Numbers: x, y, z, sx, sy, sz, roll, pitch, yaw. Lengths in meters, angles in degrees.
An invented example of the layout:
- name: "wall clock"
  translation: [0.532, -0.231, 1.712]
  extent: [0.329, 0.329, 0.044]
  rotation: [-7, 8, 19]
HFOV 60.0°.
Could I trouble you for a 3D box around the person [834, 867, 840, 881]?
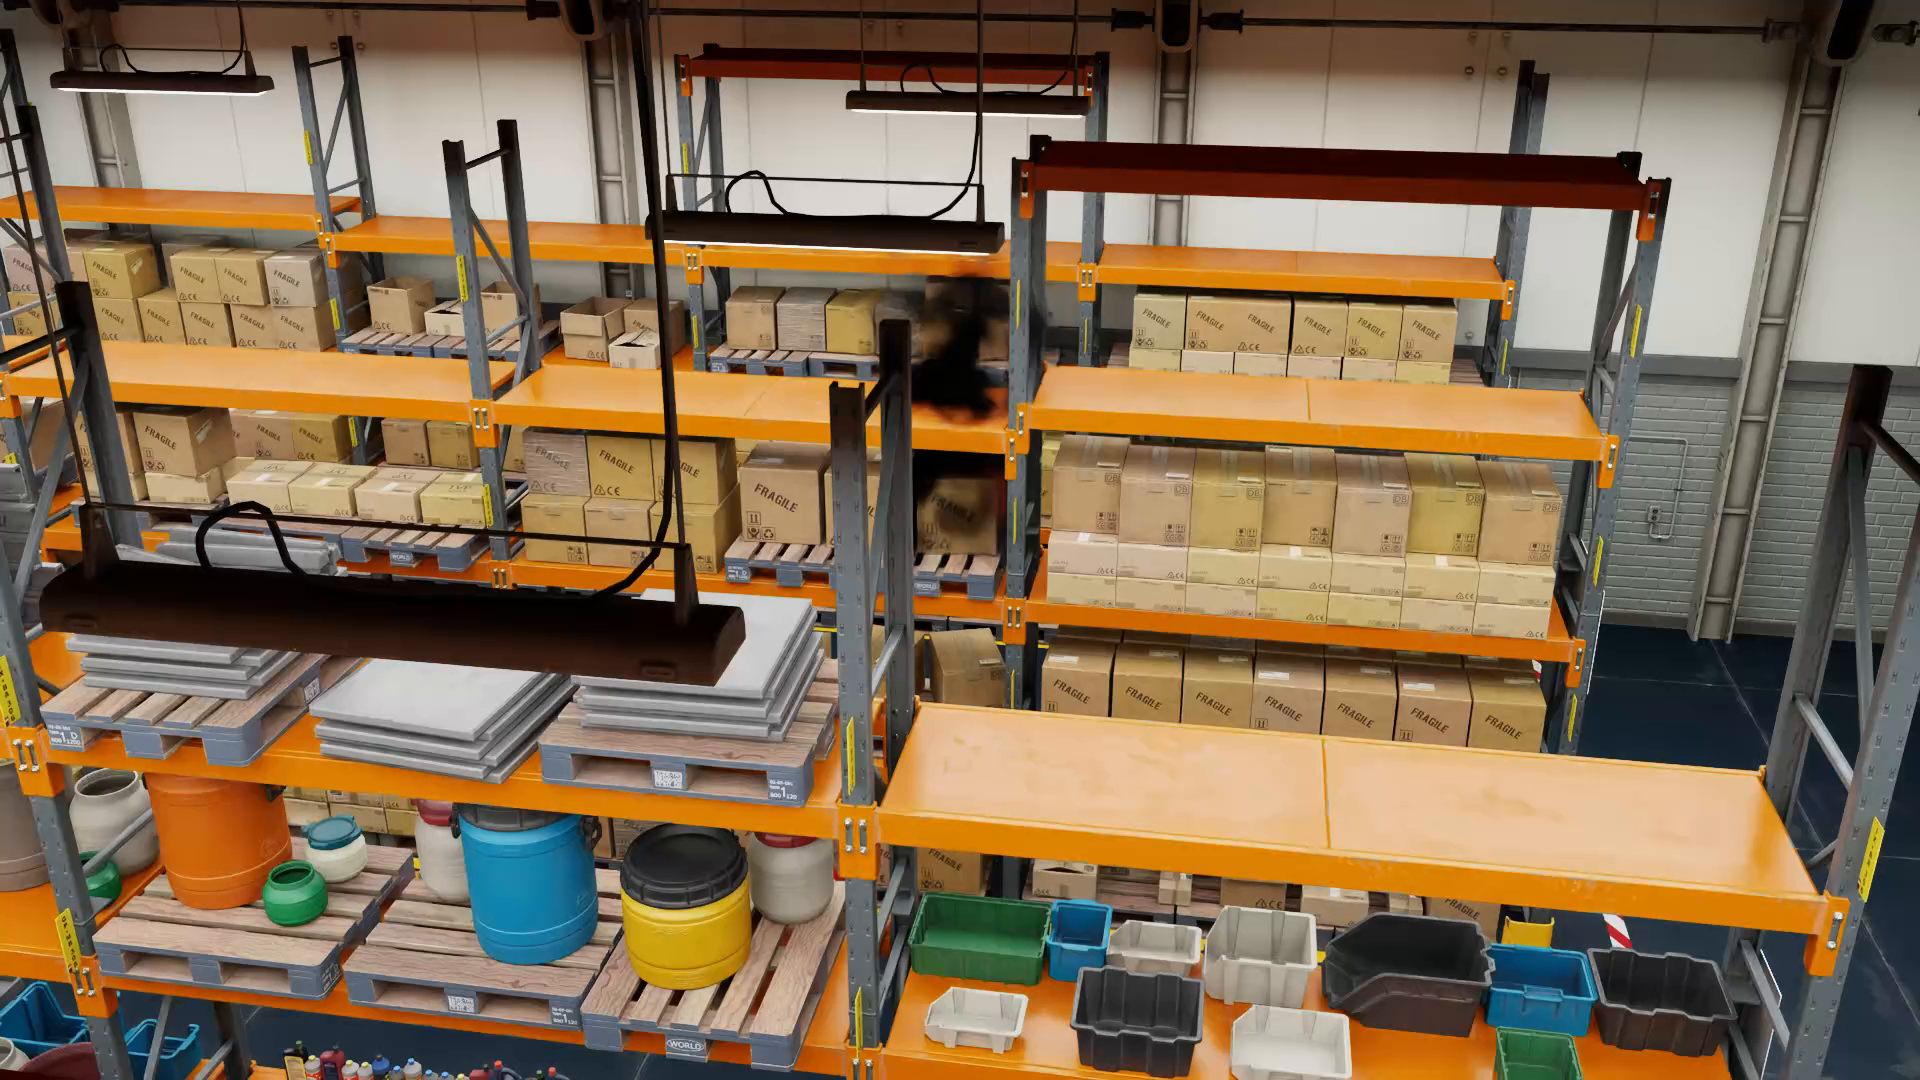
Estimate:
- name: "person"
  translation: [-1.055, 2.571, 11.362]
  extent: [0.921, 1.777, 0.662]
  rotation: [1, 23, 2]
